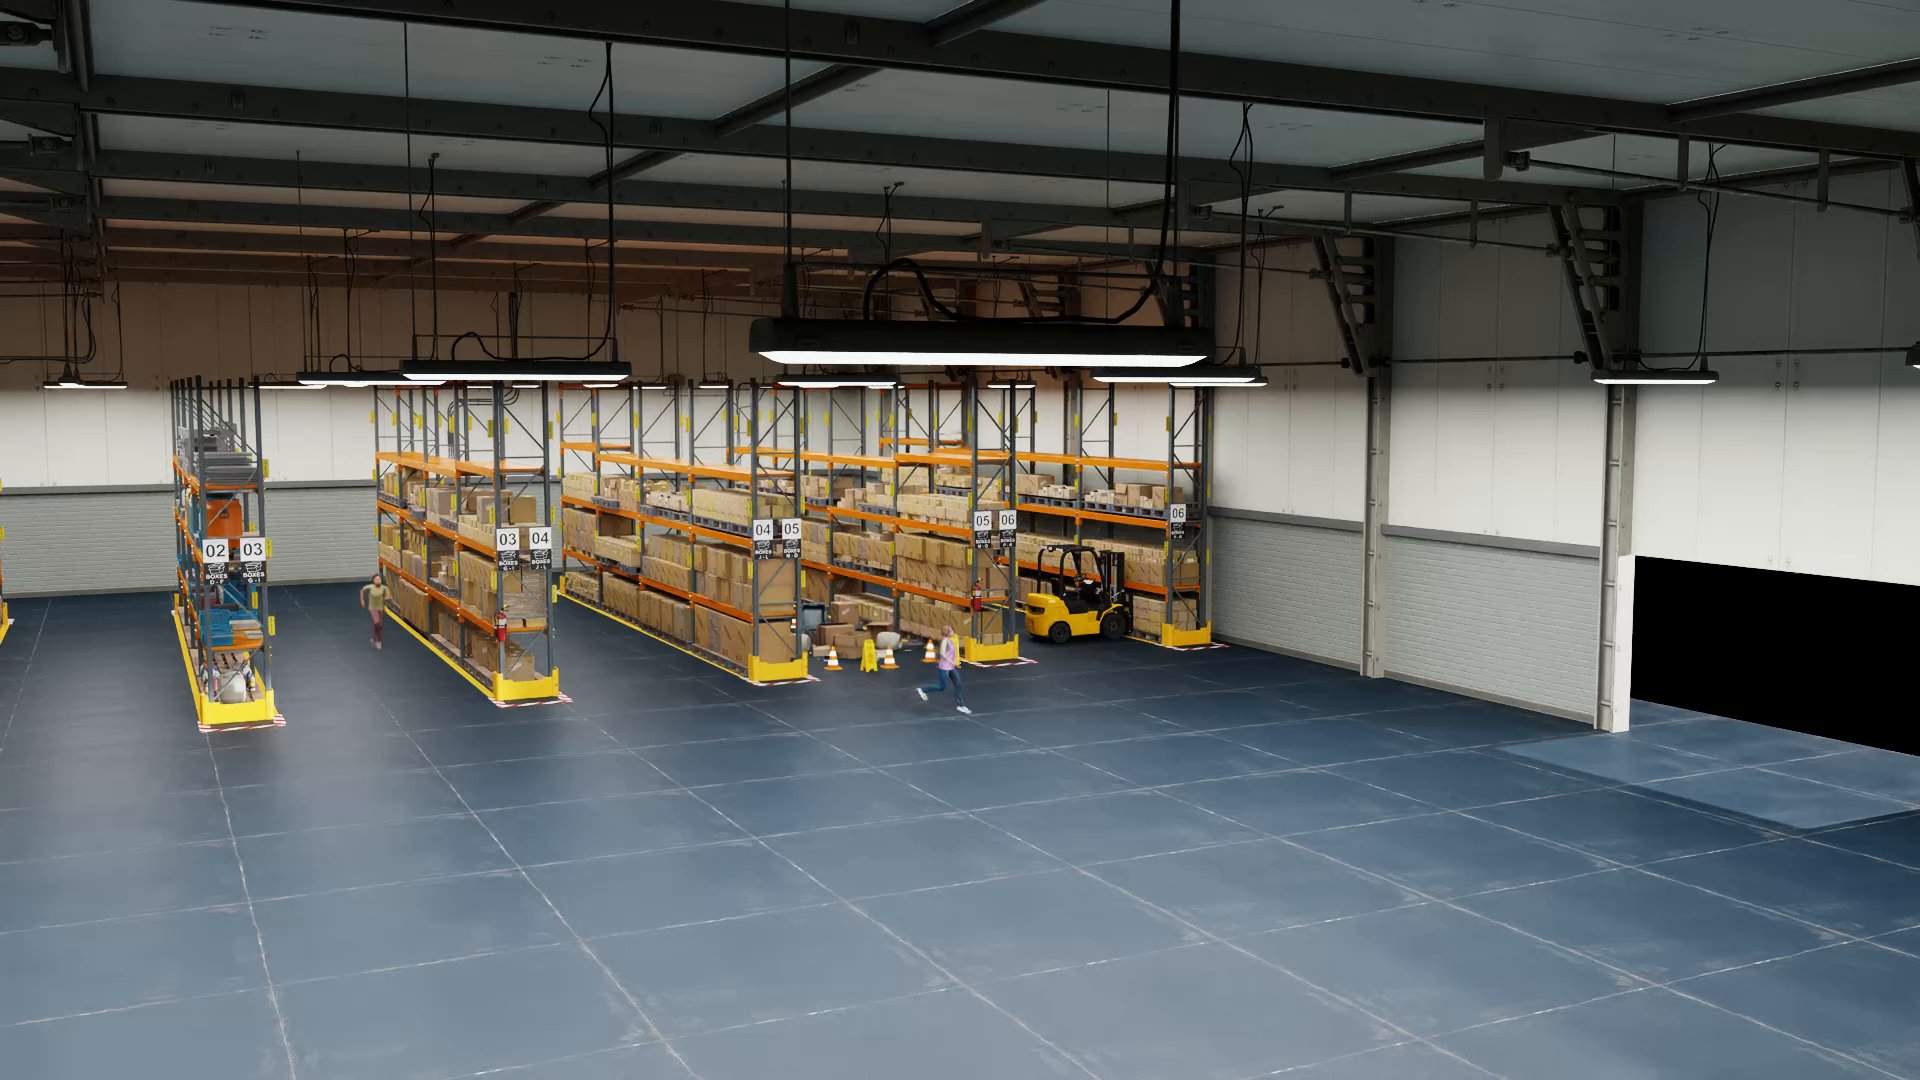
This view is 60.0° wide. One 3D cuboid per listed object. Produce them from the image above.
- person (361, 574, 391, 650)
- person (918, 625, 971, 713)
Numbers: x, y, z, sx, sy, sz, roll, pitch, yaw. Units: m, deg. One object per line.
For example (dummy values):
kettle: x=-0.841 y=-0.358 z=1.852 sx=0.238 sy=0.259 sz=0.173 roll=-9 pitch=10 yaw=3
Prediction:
person: x=-13.035 y=1.594 z=37.162 sx=0.599 sy=1.691 sz=0.792 roll=-3 pitch=6 yaw=-30
person: x=-0.278 y=2.319 z=29.772 sx=0.983 sy=1.567 sz=0.517 roll=2 pitch=5 yaw=20
